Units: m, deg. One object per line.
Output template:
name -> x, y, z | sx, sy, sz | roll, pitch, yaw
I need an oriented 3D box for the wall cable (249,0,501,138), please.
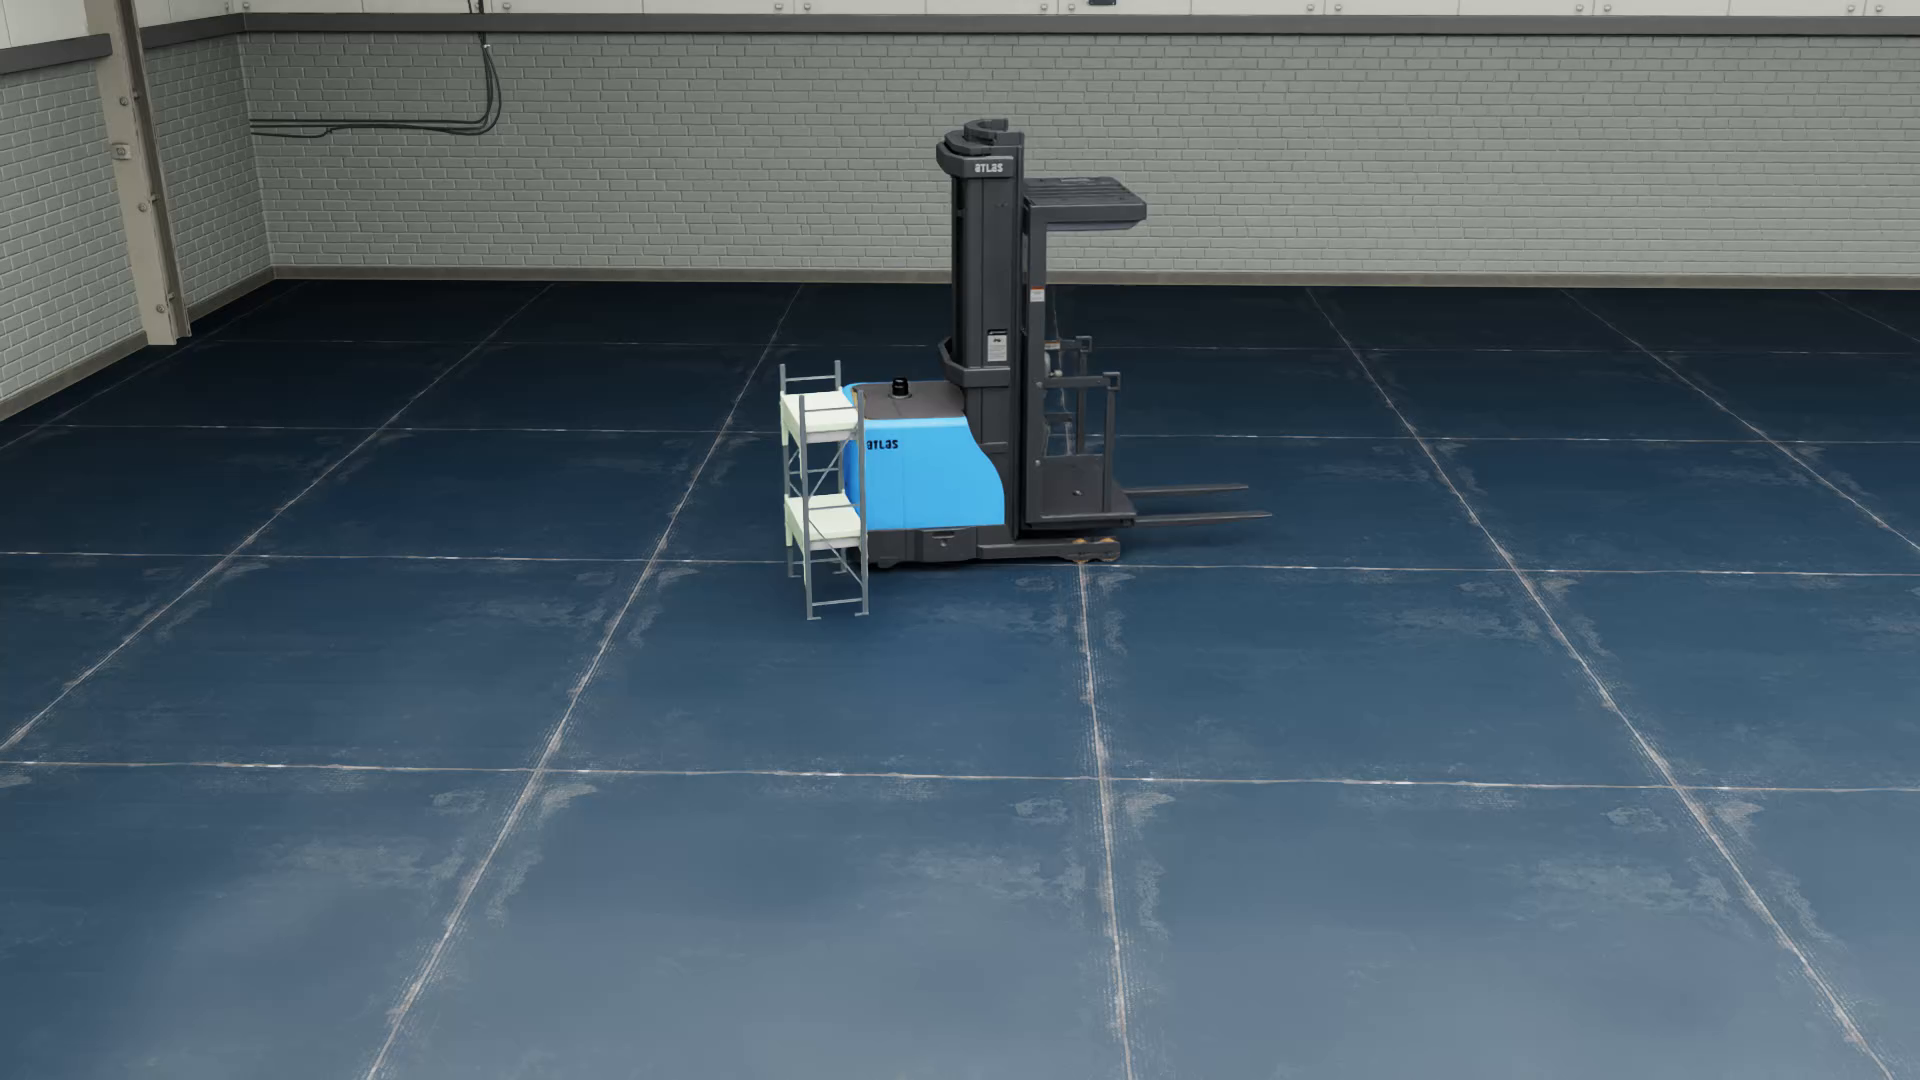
wall cable -> -6.883, -5.894, 19.073 | 3.097, 2.526, 0.112 | 1, 21, 2

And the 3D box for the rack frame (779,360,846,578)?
rack frame -> -0.981, -0.460, 11.140 | 0.400, 1.500, 0.023 | -6, 22, -14

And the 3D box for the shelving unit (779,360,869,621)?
shelving unit -> -0.886, -0.332, 10.810 | 0.431, 1.500, 0.755 | -6, 22, -14

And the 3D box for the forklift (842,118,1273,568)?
forklift -> 0.693, -1.389, 11.557 | 3.031, 2.935, 1.130 | -3, 21, -7

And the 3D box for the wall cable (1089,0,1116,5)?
wall cable -> 2.605, -8.817, 17.612 | 2.305, 6.003, 0.169 | 1, 21, 2

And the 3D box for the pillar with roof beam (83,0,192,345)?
pillar with roof beam -> -3.992, -6.244, 15.681 | 9.100, 9.000, 0.400 | 1, 21, 2

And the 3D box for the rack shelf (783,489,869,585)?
rack shelf -> -0.886, -0.028, 10.928 | 0.431, 0.370, 0.720 | -6, 22, -14

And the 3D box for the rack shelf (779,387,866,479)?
rack shelf -> -0.886, -0.695, 10.669 | 0.431, 0.370, 0.720 | -6, 22, -14

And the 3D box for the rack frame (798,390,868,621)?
rack frame -> -0.792, -0.204, 10.480 | 0.400, 1.500, 0.023 | -6, 22, -14
